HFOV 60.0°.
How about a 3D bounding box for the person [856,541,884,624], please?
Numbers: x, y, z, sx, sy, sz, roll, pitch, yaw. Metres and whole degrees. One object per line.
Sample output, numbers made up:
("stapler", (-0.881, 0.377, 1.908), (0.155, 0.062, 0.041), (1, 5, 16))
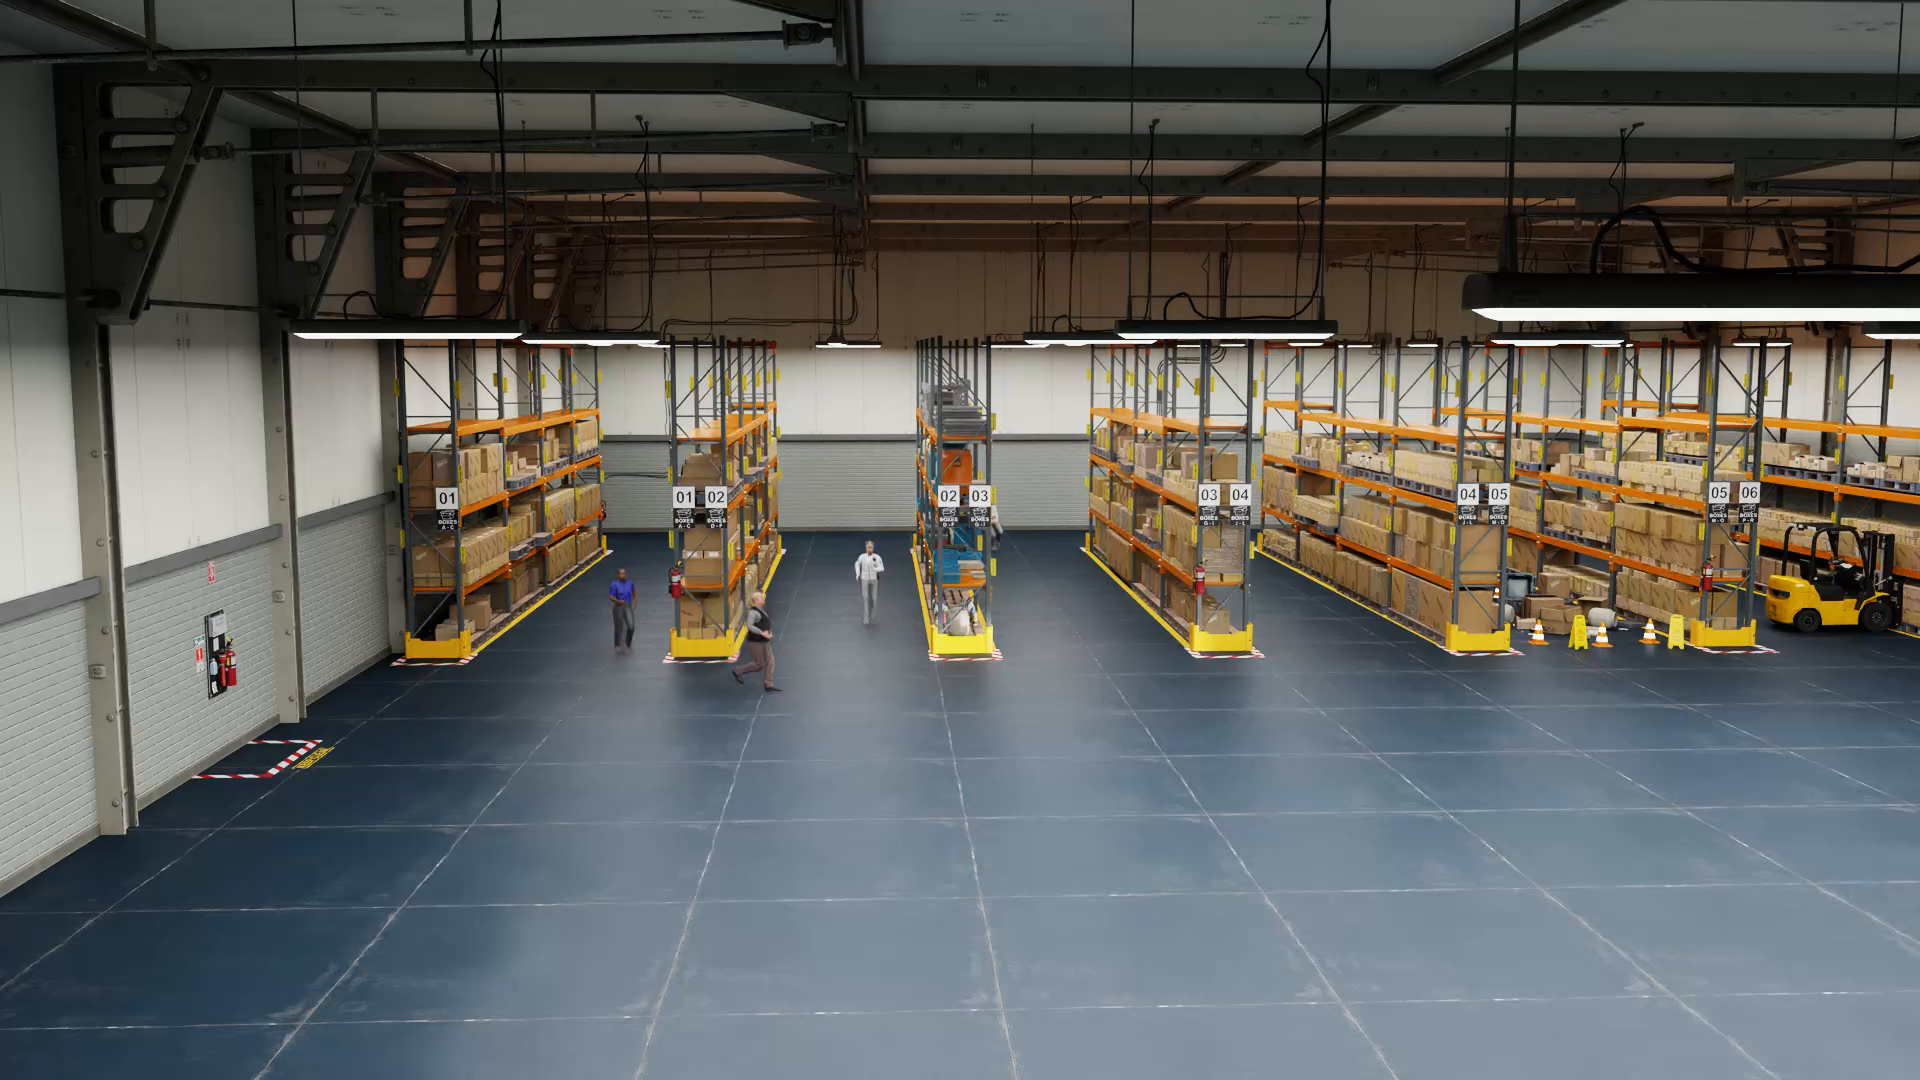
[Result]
("person", (-1.908, 0.867, 35.154), (0.599, 1.708, 0.860), (0, 6, -3))

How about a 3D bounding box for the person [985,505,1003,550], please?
("person", (0.909, -0.533, 47.505), (0.645, 1.693, 0.620), (-4, 8, -32))

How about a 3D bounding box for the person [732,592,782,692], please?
("person", (-3.414, 1.755, 27.970), (0.848, 1.633, 0.663), (1, 7, 12))

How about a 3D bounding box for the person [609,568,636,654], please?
("person", (-6.343, 1.357, 31.432), (0.592, 1.685, 0.674), (-4, 7, -29))
